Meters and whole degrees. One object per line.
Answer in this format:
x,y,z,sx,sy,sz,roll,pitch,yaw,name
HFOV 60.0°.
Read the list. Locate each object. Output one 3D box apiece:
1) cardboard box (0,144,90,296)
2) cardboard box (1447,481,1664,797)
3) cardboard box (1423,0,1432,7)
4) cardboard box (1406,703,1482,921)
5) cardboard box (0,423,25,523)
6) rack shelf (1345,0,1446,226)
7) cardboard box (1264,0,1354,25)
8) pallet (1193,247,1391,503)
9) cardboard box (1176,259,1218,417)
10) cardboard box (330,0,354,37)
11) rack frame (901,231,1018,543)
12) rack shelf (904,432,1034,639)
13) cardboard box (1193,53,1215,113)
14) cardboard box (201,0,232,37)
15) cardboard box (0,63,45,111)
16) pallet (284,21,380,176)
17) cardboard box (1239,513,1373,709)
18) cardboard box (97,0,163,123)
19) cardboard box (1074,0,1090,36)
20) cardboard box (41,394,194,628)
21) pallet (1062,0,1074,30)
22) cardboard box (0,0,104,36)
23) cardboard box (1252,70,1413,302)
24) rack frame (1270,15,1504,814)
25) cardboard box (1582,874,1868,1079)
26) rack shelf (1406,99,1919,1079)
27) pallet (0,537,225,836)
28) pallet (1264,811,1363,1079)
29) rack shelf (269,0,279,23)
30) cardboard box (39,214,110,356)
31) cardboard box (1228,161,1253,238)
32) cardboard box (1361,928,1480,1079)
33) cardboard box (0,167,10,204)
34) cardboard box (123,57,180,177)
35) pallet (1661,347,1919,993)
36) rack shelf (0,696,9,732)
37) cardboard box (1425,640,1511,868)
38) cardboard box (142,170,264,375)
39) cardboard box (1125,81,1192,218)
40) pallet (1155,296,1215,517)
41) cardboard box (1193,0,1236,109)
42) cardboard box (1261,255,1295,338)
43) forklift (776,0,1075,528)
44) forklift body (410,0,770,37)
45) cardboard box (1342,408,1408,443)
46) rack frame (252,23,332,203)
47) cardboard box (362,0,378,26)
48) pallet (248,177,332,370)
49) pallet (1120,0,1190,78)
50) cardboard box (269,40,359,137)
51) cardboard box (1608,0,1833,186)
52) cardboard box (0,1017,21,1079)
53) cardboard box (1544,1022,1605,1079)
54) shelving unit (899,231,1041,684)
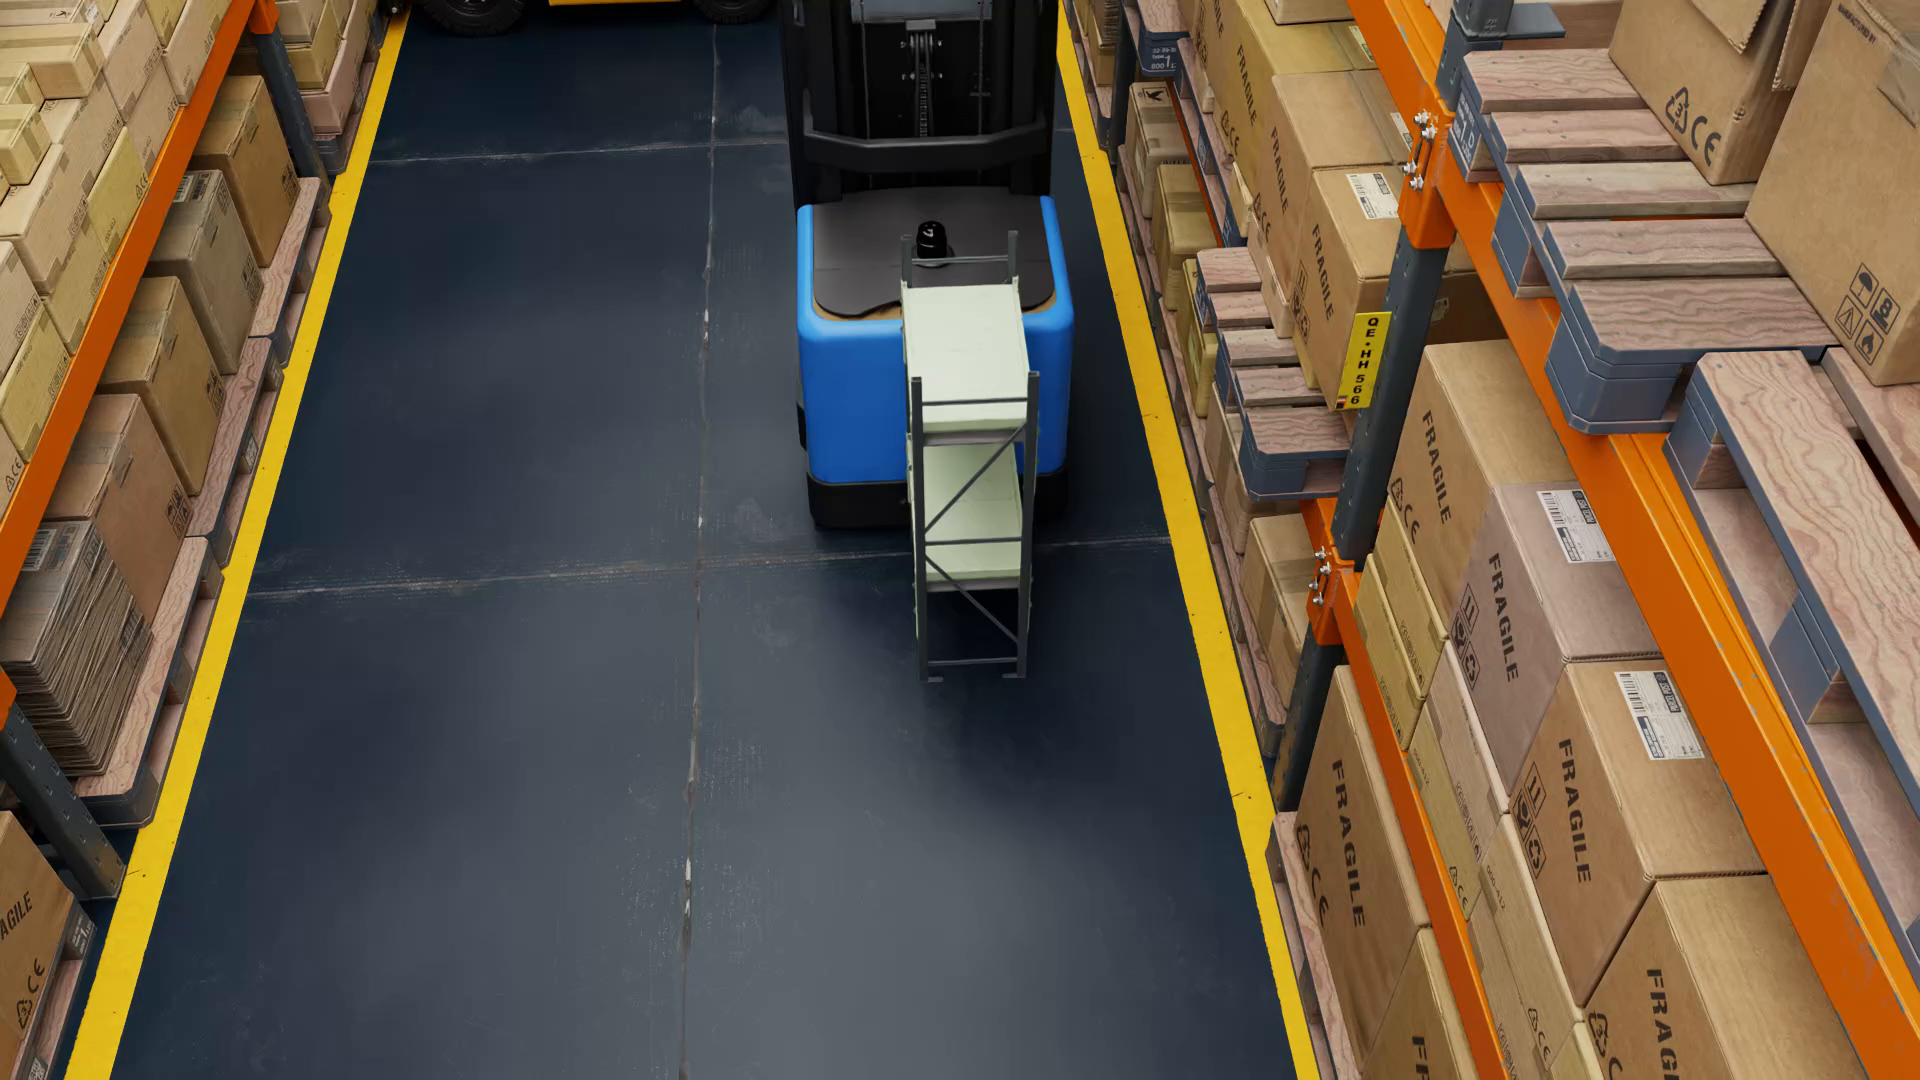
-3.201,-1.033,5.421,0.500,0.250,0.500,-5,47,-4,cardboard box
1.454,0.213,3.725,0.500,0.500,0.500,-3,47,-3,cardboard box
1.341,-1.479,4.192,0.380,0.149,0.250,-3,47,-3,cardboard box
1.456,0.652,4.170,0.500,0.250,0.500,-5,47,-4,cardboard box
-3.134,-0.119,4.900,0.500,0.250,0.500,-3,47,-3,cardboard box
1.438,-2.370,5.358,1.077,0.370,4.000,-3,47,-3,rack shelf
1.188,-1.810,5.388,0.380,0.149,0.250,-6,47,-5,cardboard box
1.440,-0.582,5.368,1.213,0.211,1.003,-3,47,-3,pallet
1.441,-0.872,7.030,0.950,0.372,0.625,-2,47,-2,cardboard box
-3.452,-2.833,8.627,0.500,0.250,0.500,-4,47,-4,cardboard box
-0.001,-0.523,6.213,0.400,1.500,0.023,-3,47,-3,rack frame
0.023,-0.034,6.198,0.431,0.370,0.720,-3,47,-3,rack shelf
1.084,-1.727,6.204,0.380,0.149,0.250,-2,47,-2,cardboard box
-3.372,-2.329,6.993,0.500,0.250,0.500,-3,47,-2,cardboard box
-3.310,-1.456,5.548,0.380,0.149,0.250,-3,47,-3,cardboard box
-3.700,-2.348,8.828,1.003,0.211,1.213,-3,47,-3,pallet
1.568,0.211,6.005,0.950,0.372,0.625,-6,47,-6,cardboard box
-3.292,-1.767,6.117,0.500,0.250,0.500,-3,47,-3,cardboard box
0.899,-3.028,9.157,0.500,0.250,0.500,-5,47,-4,cardboard box
-3.441,-0.087,6.113,0.875,0.625,0.625,-2,47,-2,cardboard box
1.074,-3.443,9.865,1.003,0.211,1.213,-3,47,-3,pallet
-3.289,-1.830,5.901,0.380,0.149,0.250,-3,47,-3,cardboard box
1.236,-1.106,5.168,0.500,0.500,0.500,-4,47,-4,cardboard box
1.606,-0.139,4.816,1.000,3.000,0.127,-3,47,-3,rack frame
1.521,0.953,3.024,0.500,0.500,0.500,-3,47,-3,cardboard box
1.773,0.524,2.618,1.077,0.370,4.000,-3,47,-3,rack shelf
-3.370,0.526,6.106,1.003,0.211,1.213,-3,47,-3,pallet
1.597,1.395,5.284,1.003,0.211,1.213,-3,47,-3,pallet
-3.843,-3.928,8.900,1.077,0.370,4.000,-3,47,-3,rack shelf
-3.221,-0.856,5.598,0.500,0.250,0.500,-5,47,-5,cardboard box
1.133,-1.170,5.676,0.380,0.149,0.250,-3,47,-3,cardboard box
1.651,1.597,4.345,0.875,0.875,0.875,-3,47,-3,cardboard box
-3.230,-1.087,5.197,0.380,0.149,0.250,-3,47,-3,cardboard box
-3.314,-1.604,6.306,0.500,0.250,0.500,-3,47,-3,cardboard box
1.809,0.166,2.591,1.003,0.211,1.213,-2,47,-1,pallet
-3.173,1.860,3.418,1.077,0.370,4.000,-3,47,-3,rack shelf
1.444,0.496,3.973,0.500,0.250,0.500,-2,47,-2,cardboard box
-3.563,-1.118,7.089,0.875,0.625,0.625,-4,47,-4,cardboard box
1.317,-1.895,7.999,0.950,0.372,0.625,-3,47,-3,cardboard box
1.443,-0.626,7.198,1.003,0.211,1.213,-3,47,-3,pallet
1.148,-1.866,5.888,0.500,0.500,0.500,-5,47,-5,cardboard box
1.183,-0.789,5.315,0.380,0.149,0.250,-4,47,-4,cardboard box
-0.179,-2.125,6.744,1.130,2.935,3.031,-3,47,-3,forklift
-2.033,-4.070,9.123,2.313,2.155,1.214,-3,47,-3,forklift body
1.344,-0.420,4.966,0.380,0.149,0.250,-2,47,-2,cardboard box
-3.675,-2.729,7.268,1.000,3.000,0.127,-3,47,-3,rack frame
-3.502,-3.035,9.163,0.500,0.250,0.500,-3,47,-3,cardboard box
-3.575,-1.239,7.778,1.003,0.211,1.213,-3,47,-3,pallet
1.190,-2.405,7.094,1.003,0.211,1.213,-3,47,-3,pallet
-3.386,-2.298,8.465,0.500,0.250,0.500,-3,47,-3,cardboard box
1.788,-1.087,3.287,0.797,0.503,0.637,-6,47,-6,cardboard box
-3.059,1.536,4.662,0.500,0.500,0.500,-4,47,-4,cardboard box
1.503,1.225,3.283,0.500,0.250,0.500,-3,47,-3,cardboard box
0.023,-0.258,5.961,0.431,1.500,0.755,-3,47,-3,shelving unit
